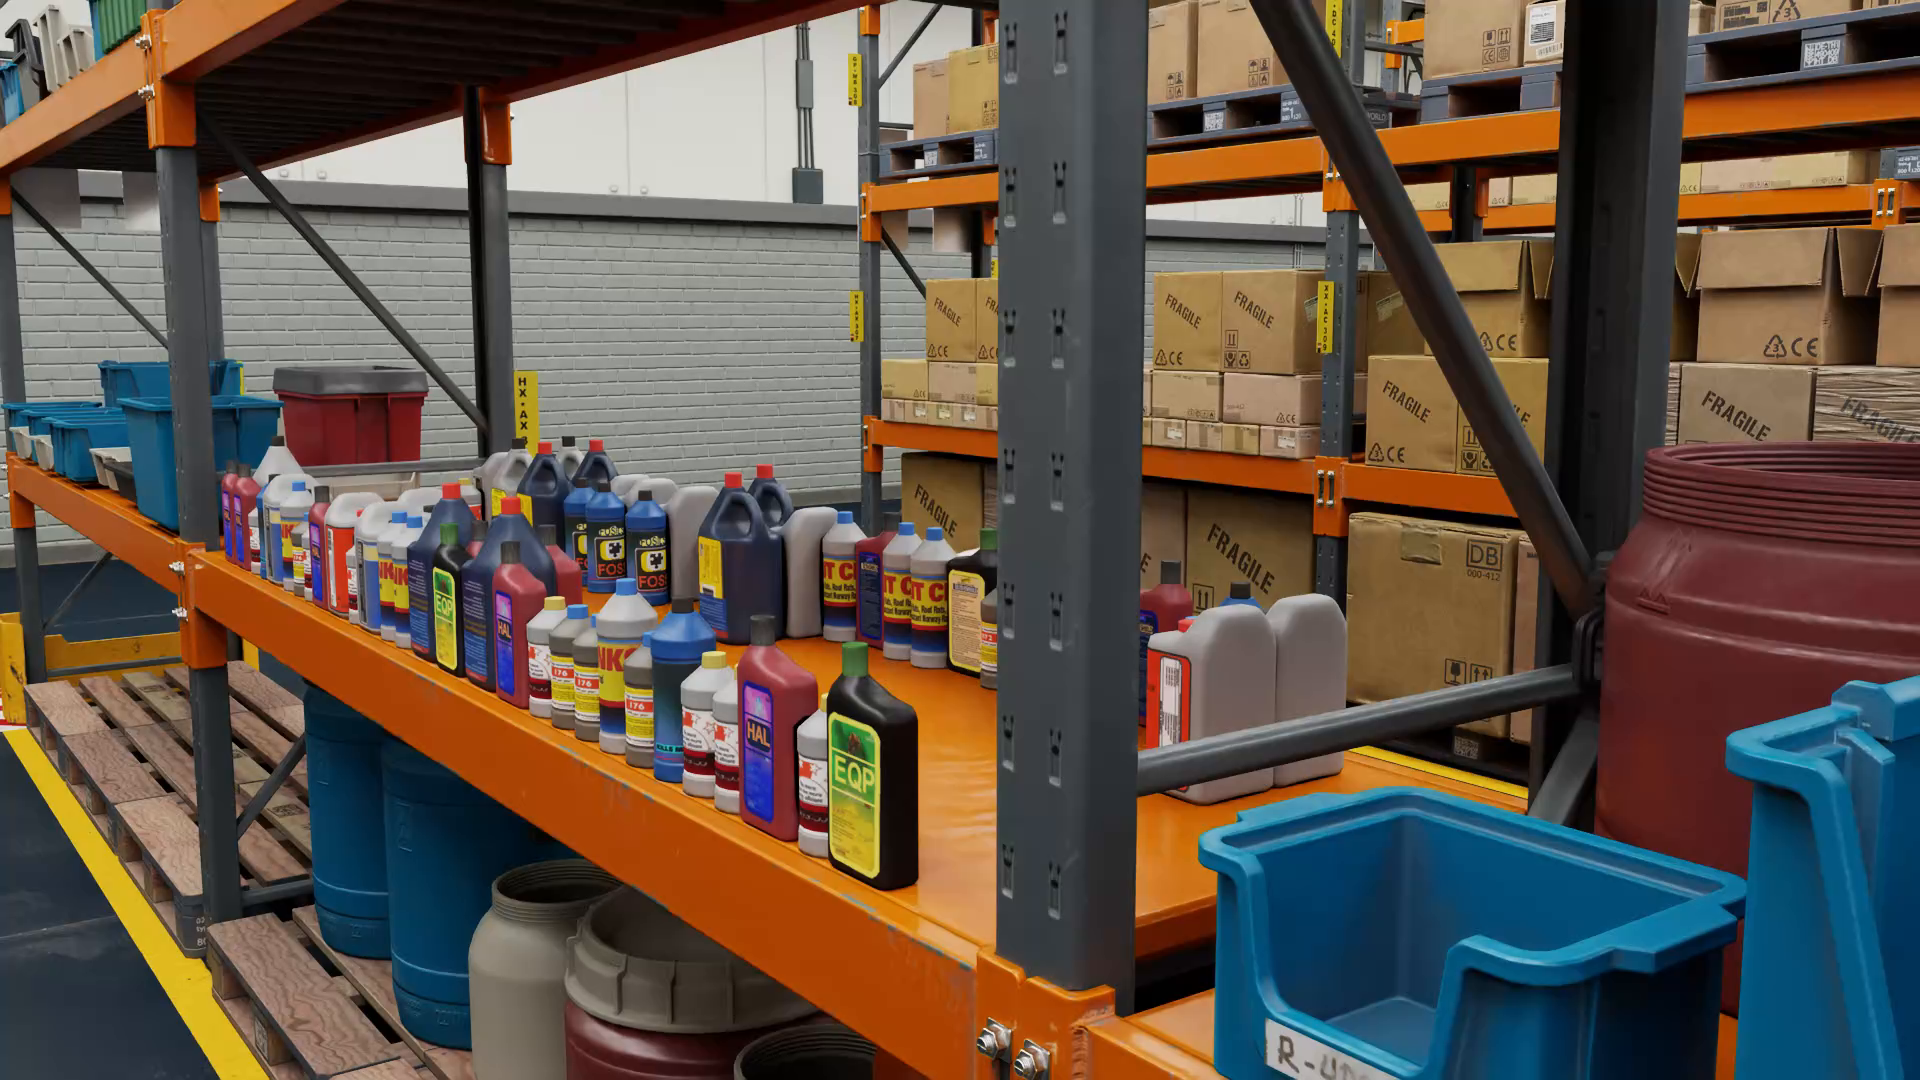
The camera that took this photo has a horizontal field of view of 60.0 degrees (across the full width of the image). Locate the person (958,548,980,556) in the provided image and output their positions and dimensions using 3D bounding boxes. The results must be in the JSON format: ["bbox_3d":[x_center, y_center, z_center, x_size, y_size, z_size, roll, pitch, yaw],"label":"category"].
[{"bbox_3d":[0.078,0.410,8.074,0.589,0.999,0.878,-6,10,-36],"label":"person"}]
